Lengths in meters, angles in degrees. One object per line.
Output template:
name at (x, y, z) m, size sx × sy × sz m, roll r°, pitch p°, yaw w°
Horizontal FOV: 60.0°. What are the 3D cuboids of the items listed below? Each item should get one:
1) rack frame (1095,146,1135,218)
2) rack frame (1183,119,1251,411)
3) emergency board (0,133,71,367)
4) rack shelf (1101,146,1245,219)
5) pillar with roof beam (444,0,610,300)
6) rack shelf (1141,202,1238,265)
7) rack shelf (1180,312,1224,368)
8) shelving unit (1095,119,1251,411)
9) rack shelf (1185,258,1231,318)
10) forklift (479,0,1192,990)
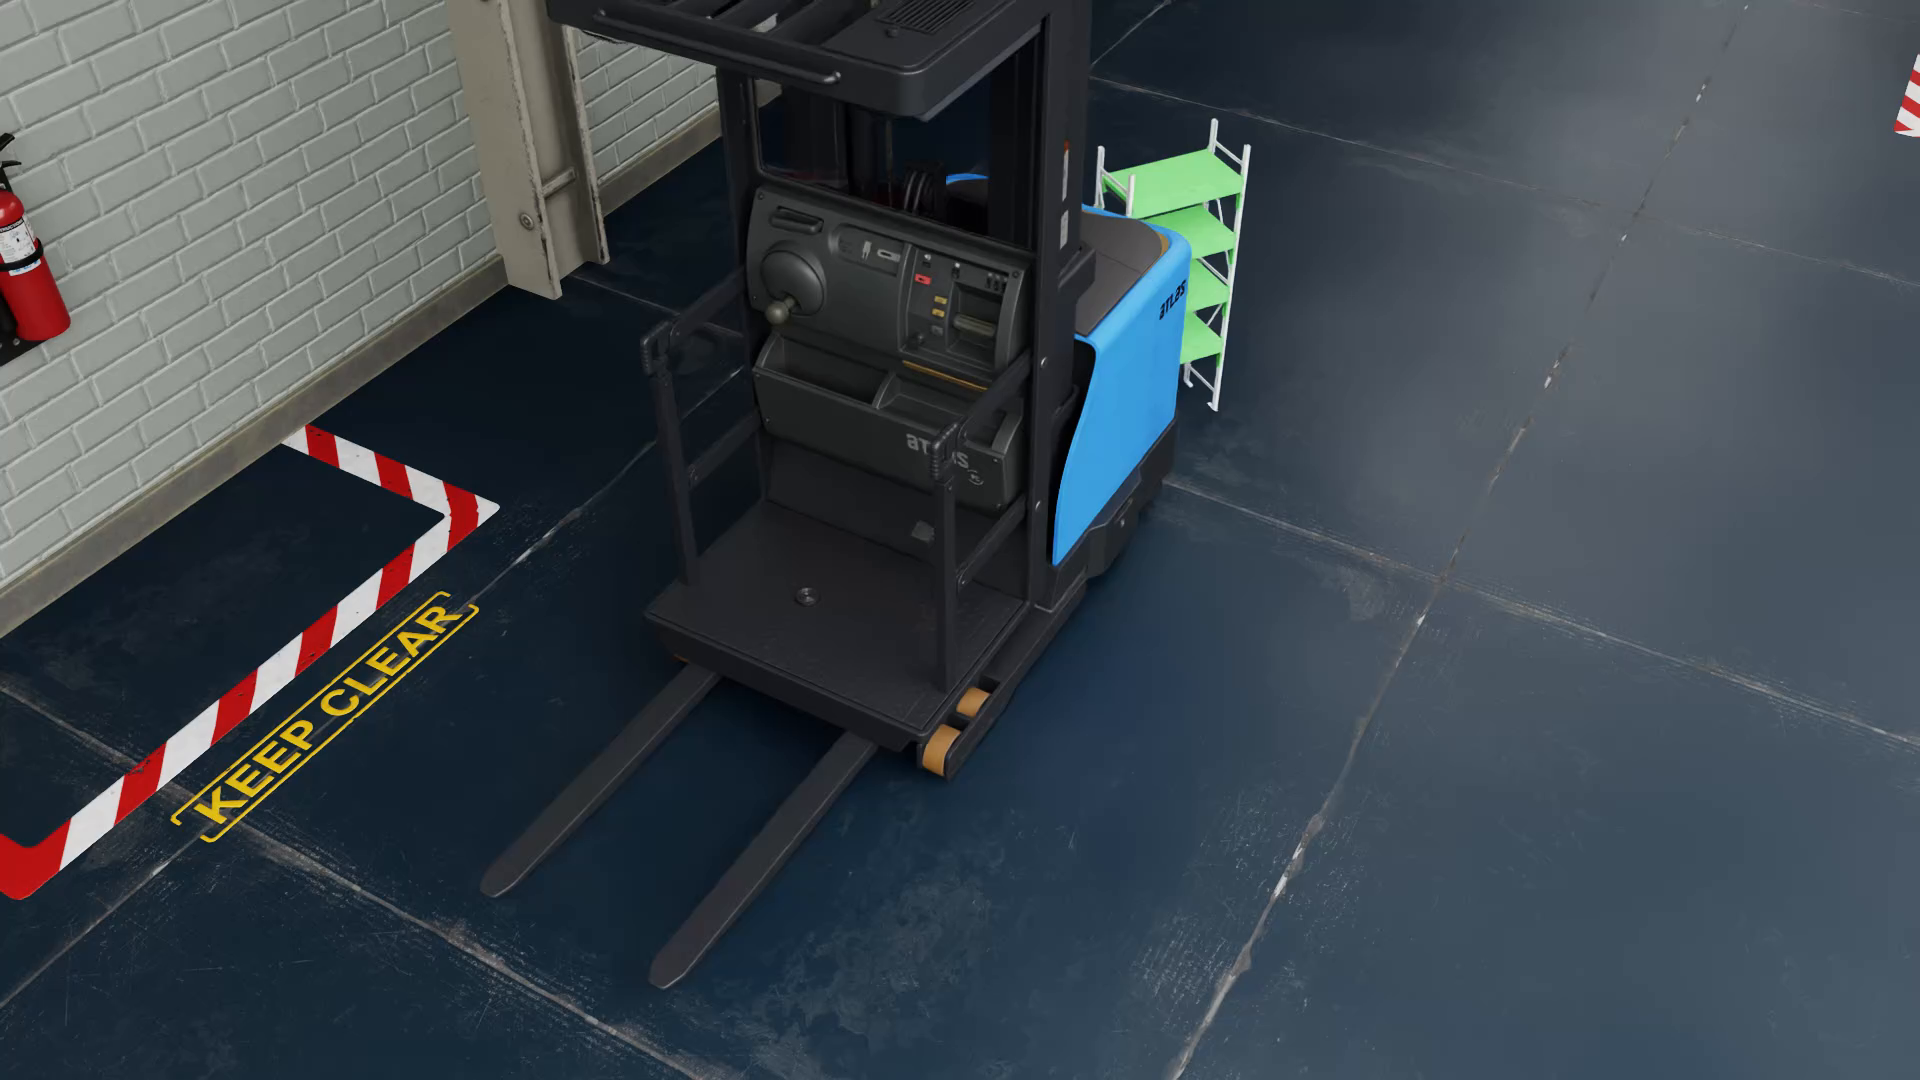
rack frame at (0.562, -0.914, 6.380) m, size 0.015 × 1.200 × 0.240 m, roll -18°, pitch 44°, yaw -19°
rack frame at (1.001, -1.055, 6.540) m, size 0.015 × 1.200 × 0.240 m, roll -18°, pitch 44°, yaw -19°
emergency board at (-3.125, -0.966, 5.078) m, size 0.194 × 1.169 × 0.643 m, roll 21°, pitch 45°, yaw 22°
rack shelf at (0.782, -1.296, 6.185) m, size 0.480 × 0.148 × 0.258 m, roll -18°, pitch 44°, yaw -19°
pillar with roof beam at (1.872, -3.196, 3.070) m, size 9.100 × 9.000 × 0.400 m, roll 21°, pitch 45°, yaw 22°
rack shelf at (0.782, -1.116, 6.343) m, size 0.480 × 0.148 × 0.258 m, roll -18°, pitch 44°, yaw -19°
rack shelf at (0.782, -0.756, 6.661) m, size 0.480 × 0.148 × 0.258 m, roll -18°, pitch 44°, yaw -19°
shelving unit at (0.782, -0.984, 6.460) m, size 0.503 × 1.200 × 0.258 m, roll -18°, pitch 44°, yaw -19°
rack shelf at (0.782, -0.936, 6.502) m, size 0.480 × 0.148 × 0.258 m, roll -18°, pitch 44°, yaw -19°
forklift at (-0.340, -0.686, 4.811) m, size 1.130 × 2.935 × 3.031 m, roll 21°, pitch 45°, yaw 22°
